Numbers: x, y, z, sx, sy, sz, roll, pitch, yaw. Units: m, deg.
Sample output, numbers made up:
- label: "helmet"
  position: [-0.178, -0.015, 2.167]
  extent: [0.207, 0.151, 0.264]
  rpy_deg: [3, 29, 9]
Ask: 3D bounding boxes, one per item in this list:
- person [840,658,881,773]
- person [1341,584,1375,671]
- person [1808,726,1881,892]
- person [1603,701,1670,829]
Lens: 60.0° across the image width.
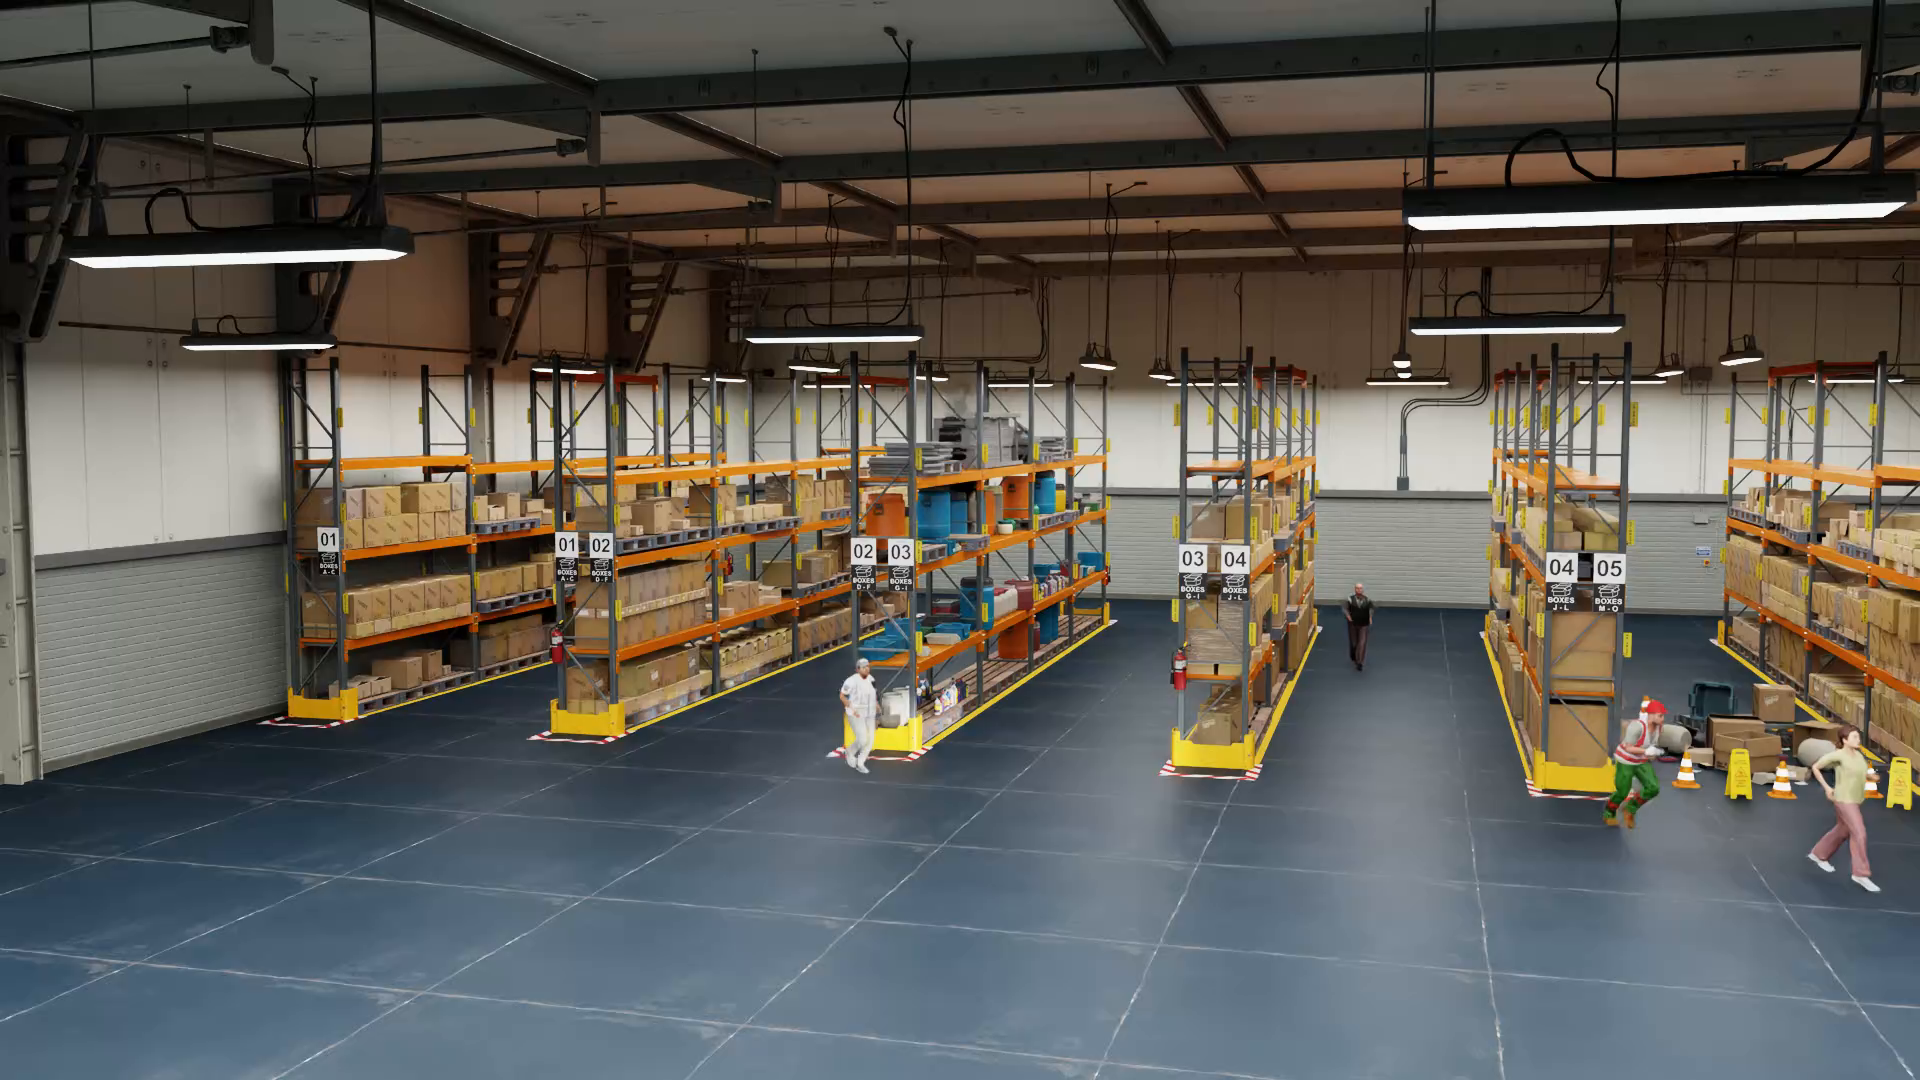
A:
- label: "person"
  position: [-1.378, 2.482, 23.488]
  extent: [0.575, 1.631, 0.520]
  rpy_deg: [-3, 5, -37]
- label: "person"
  position: [7.942, 1.720, 33.157]
  extent: [0.663, 1.707, 0.927]
  rpy_deg: [1, 4, 10]
- label: "person"
  position: [9.533, 2.839, 17.871]
  extent: [0.560, 1.701, 0.875]
  rpy_deg: [-2, 5, -30]
- label: "person"
  position: [8.198, 2.706, 20.079]
  extent: [0.700, 1.619, 0.937]
  rpy_deg: [-2, 5, -27]
